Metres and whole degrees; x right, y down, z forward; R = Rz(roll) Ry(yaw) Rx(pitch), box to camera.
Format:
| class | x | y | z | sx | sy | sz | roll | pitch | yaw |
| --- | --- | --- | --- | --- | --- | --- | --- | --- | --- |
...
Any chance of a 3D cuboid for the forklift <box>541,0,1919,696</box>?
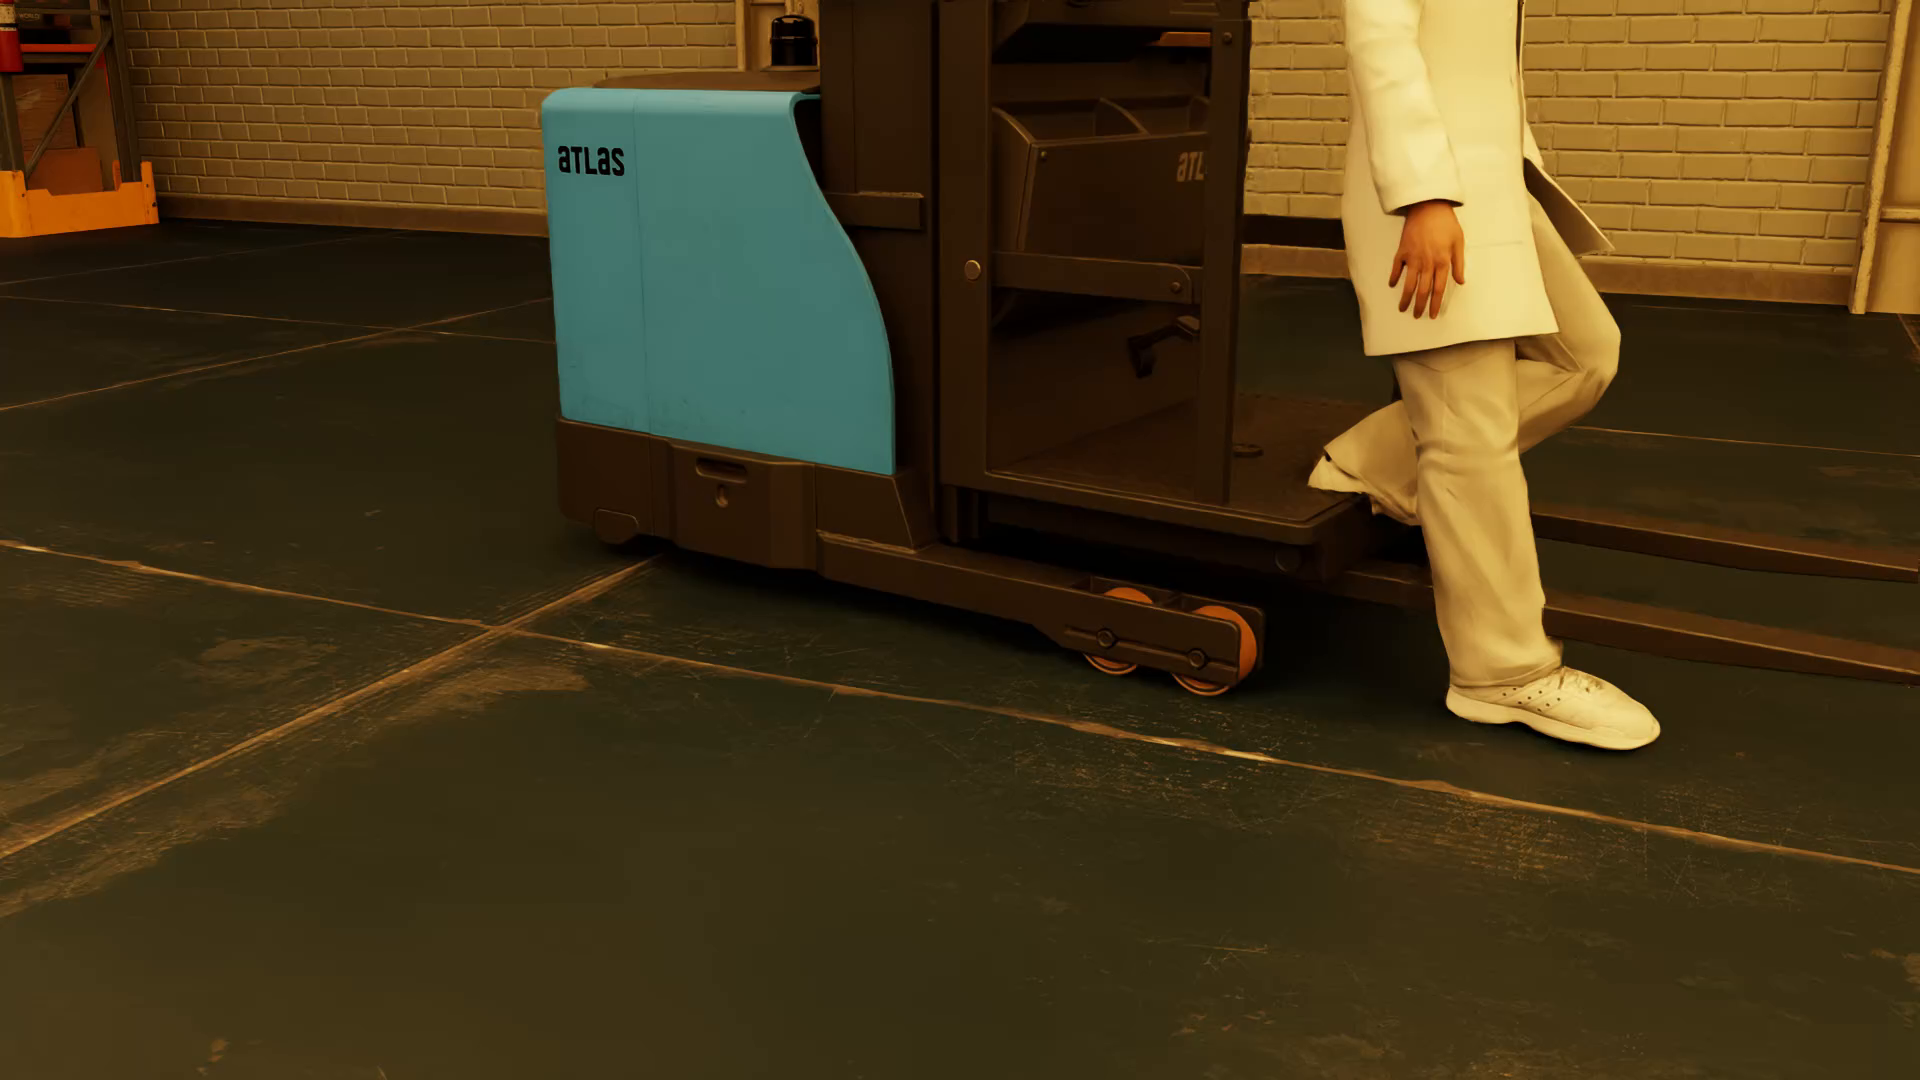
| class | x | y | z | sx | sy | sz | roll | pitch | yaw |
| --- | --- | --- | --- | --- | --- | --- | --- | --- | --- |
| forklift | 0.523 | -1.285 | 3.262 | 3.031 | 2.935 | 1.130 | 11 | 19 | 33 |

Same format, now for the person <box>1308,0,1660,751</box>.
| class | x | y | z | sx | sy | sz | roll | pitch | yaw |
| --- | --- | --- | --- | --- | --- | --- | --- | --- | --- |
| person | 0.955 | -0.571 | 2.894 | 0.661 | 1.763 | 0.757 | 6 | 17 | 20 |
